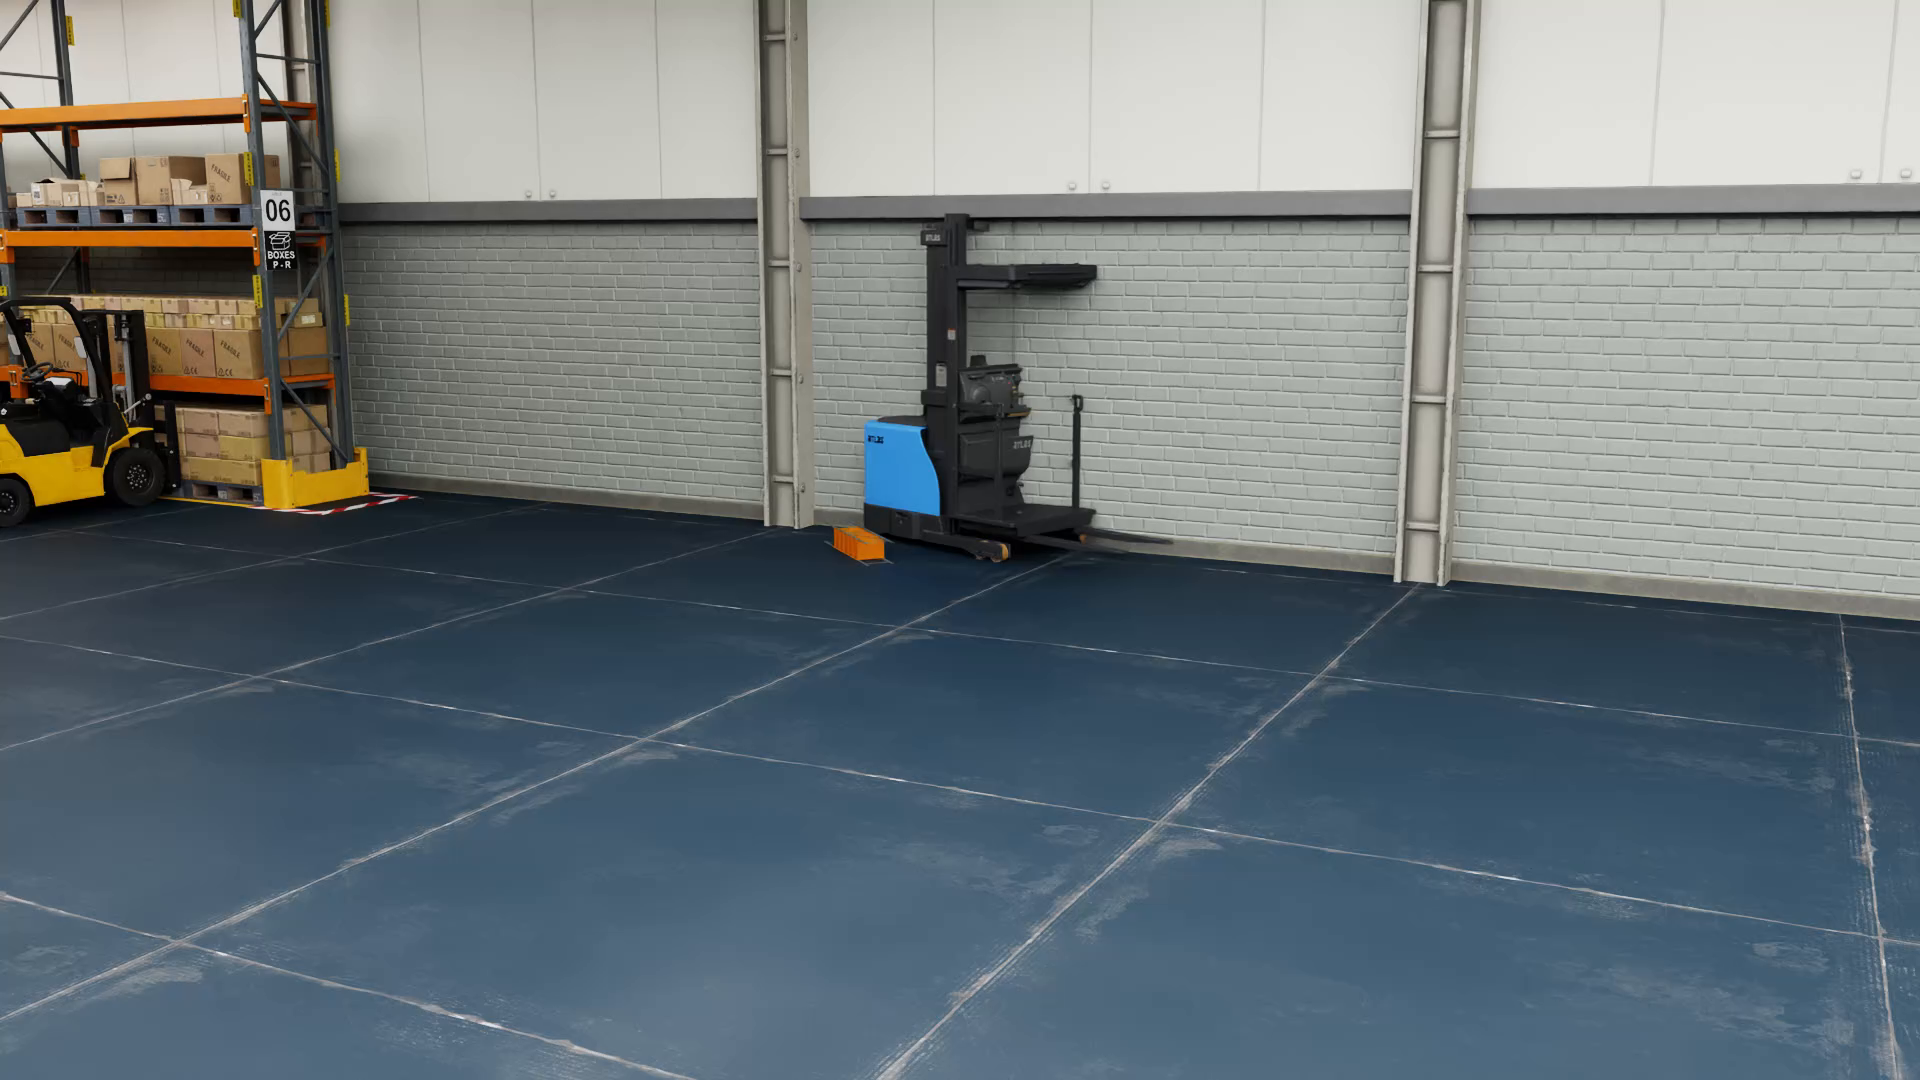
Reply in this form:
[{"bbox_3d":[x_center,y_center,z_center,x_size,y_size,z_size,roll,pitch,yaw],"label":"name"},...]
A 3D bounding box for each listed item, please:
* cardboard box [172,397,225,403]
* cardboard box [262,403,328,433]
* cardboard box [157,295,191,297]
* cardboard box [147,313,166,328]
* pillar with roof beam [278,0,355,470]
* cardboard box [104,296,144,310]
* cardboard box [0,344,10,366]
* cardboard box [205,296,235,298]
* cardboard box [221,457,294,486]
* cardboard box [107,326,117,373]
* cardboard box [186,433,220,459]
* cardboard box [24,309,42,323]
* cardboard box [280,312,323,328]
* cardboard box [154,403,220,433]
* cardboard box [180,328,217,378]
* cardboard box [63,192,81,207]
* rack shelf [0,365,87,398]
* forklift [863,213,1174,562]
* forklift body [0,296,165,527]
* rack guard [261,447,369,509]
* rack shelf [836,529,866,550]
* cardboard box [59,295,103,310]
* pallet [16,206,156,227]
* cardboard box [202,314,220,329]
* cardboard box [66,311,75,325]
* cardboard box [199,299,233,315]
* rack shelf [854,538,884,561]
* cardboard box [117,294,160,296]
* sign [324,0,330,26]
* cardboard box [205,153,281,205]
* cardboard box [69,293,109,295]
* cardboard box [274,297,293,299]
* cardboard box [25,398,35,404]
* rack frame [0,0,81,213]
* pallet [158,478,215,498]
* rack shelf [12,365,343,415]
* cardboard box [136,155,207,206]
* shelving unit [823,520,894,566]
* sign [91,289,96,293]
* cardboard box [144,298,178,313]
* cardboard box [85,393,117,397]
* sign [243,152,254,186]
[{"bbox_3d":[-8.496,-1.431,18.468,0.500,0.250,0.500,5,11,25],"label":"cardboard box"},{"bbox_3d":[-7.146,-1.310,17.797,0.500,0.250,0.500,5,11,25],"label":"cardboard box"},{"bbox_3d":[-8.619,-2.618,18.355,0.250,0.149,0.380,5,12,27],"label":"cardboard box"},{"bbox_3d":[-8.395,-2.344,17.677,0.250,0.149,0.380,5,11,26],"label":"cardboard box"},{"bbox_3d":[-8.930,-4.359,14.068,0.400,9.000,9.100,5,11,26],"label":"pillar with roof beam"},{"bbox_3d":[-9.041,-2.564,18.060,0.250,0.149,0.380,5,11,26],"label":"cardboard box"},{"bbox_3d":[-10.954,-2.135,19.046,0.500,0.250,0.500,5,12,27],"label":"cardboard box"},{"bbox_3d":[-7.931,-2.554,18.004,0.250,0.149,0.380,5,12,28],"label":"cardboard box"},{"bbox_3d":[-7.360,-0.736,17.436,0.500,0.250,0.500,5,11,26],"label":"cardboard box"},{"bbox_3d":[-9.175,-2.105,18.180,0.500,0.500,0.500,5,11,25],"label":"cardboard box"},{"bbox_3d":[-7.819,-1.025,17.630,0.500,0.250,0.500,5,11,25],"label":"cardboard box"},{"bbox_3d":[-10.217,-2.512,18.607,0.250,0.149,0.380,5,11,25],"label":"cardboard box"},{"bbox_3d":[-6.988,-2.332,17.613,0.250,0.149,0.380,5,11,24],"label":"cardboard box"},{"bbox_3d":[-8.267,-1.305,17.774,0.500,0.250,0.500,5,11,27],"label":"cardboard box"},{"bbox_3d":[-7.818,-1.984,17.510,0.500,0.500,0.500,5,12,28],"label":"cardboard box"},{"bbox_3d":[-9.429,-3.675,17.955,0.250,0.149,0.380,5,12,28],"label":"cardboard box"},{"bbox_3d":[-12.180,-2.015,19.979,4.000,0.370,1.077,5,11,26],"label":"rack shelf"},{"bbox_3d":[0.494,-1.353,14.496,1.130,2.935,3.031,-10,14,-43],"label":"forklift"},{"bbox_3d":[-9.307,-1.336,16.594,1.214,2.155,2.313,5,11,26],"label":"forklift body"},{"bbox_3d":[-6.778,-0.664,17.515,0.348,0.500,1.175,5,11,26],"label":"rack guard"},{"bbox_3d":[-0.965,-0.011,14.753,0.258,0.180,0.103,-4,11,-22],"label":"rack shelf"},{"bbox_3d":[-9.725,-2.628,18.413,0.250,0.149,0.380,5,11,25],"label":"cardboard box"},{"bbox_3d":[-9.610,-3.580,18.436,1.213,0.211,1.003,5,11,26],"label":"pallet"},{"bbox_3d":[-7.682,-2.292,17.392,0.250,0.149,0.380,5,12,27],"label":"cardboard box"},{"bbox_3d":[-9.549,-2.445,18.234,0.250,0.149,0.380,5,12,27],"label":"cardboard box"},{"bbox_3d":[-7.695,-2.436,17.349,0.250,0.149,0.380,5,12,27],"label":"cardboard box"},{"bbox_3d":[-0.781,0.071,14.317,0.258,0.180,0.103,-4,11,-22],"label":"rack shelf"},{"bbox_3d":[-9.264,-2.694,18.776,0.250,0.149,0.380,5,11,25],"label":"cardboard box"},{"bbox_3d":[-6.548,-5.474,17.158,0.005,0.325,0.100,5,11,26],"label":"sign"},{"bbox_3d":[-7.304,-3.673,16.958,0.500,0.500,0.500,5,12,28],"label":"cardboard box"},{"bbox_3d":[-9.966,-2.749,19.079,0.250,0.149,0.380,5,11,26],"label":"cardboard box"},{"bbox_3d":[-7.217,-2.502,17.715,0.250,0.149,0.380,5,12,28],"label":"cardboard box"},{"bbox_3d":[-10.091,-1.468,18.675,0.500,0.250,0.500,5,11,25],"label":"cardboard box"},{"bbox_3d":[-10.386,-5.163,18.510,0.127,3.000,1.000,5,11,26],"label":"rack frame"},{"bbox_3d":[-8.593,-0.674,18.379,1.213,0.211,1.003,5,11,26],"label":"pallet"},{"bbox_3d":[-8.593,-1.699,18.238,4.000,0.370,1.077,5,11,26],"label":"rack shelf"},{"bbox_3d":[-8.178,-3.770,17.492,0.500,0.500,0.700,5,11,26],"label":"cardboard box"},{"bbox_3d":[-0.902,0.017,14.604,0.258,0.189,1.200,-4,11,-22],"label":"shelving unit"},{"bbox_3d":[-10.142,-2.765,19.451,0.005,0.325,0.100,5,11,26],"label":"sign"},{"bbox_3d":[-8.402,-2.490,17.647,0.250,0.149,0.380,5,12,27],"label":"cardboard box"},{"bbox_3d":[-9.859,-1.549,19.119,0.500,0.250,0.500,5,12,27],"label":"cardboard box"},{"bbox_3d":[-7.052,-3.683,16.491,0.005,0.325,0.100,5,11,26],"label":"sign"}]
